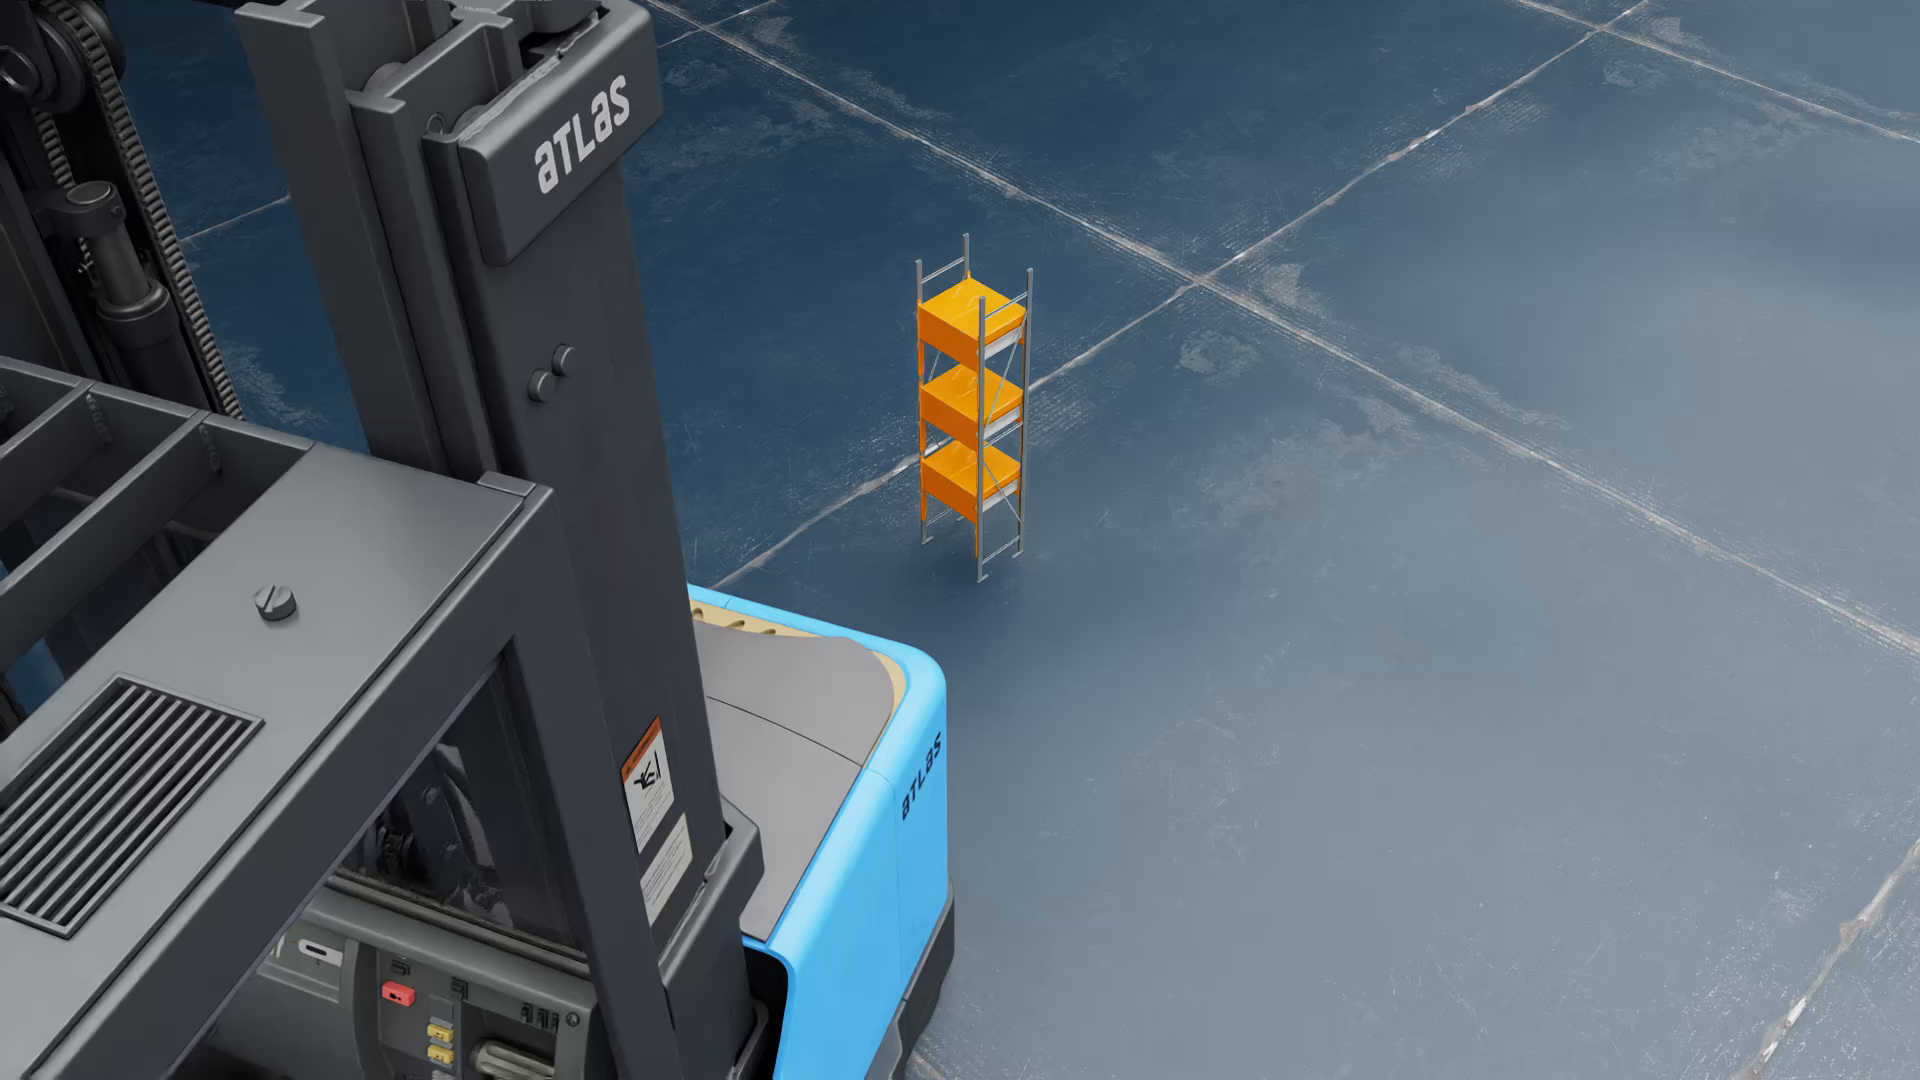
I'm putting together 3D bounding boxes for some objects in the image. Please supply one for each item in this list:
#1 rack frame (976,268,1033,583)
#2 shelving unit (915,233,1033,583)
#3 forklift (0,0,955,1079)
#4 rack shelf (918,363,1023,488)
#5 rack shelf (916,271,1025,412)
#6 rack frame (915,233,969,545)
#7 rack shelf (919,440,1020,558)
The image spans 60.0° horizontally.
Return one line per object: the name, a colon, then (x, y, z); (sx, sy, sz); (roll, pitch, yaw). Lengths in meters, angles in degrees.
rack frame: (0.124, -0.301, 4.802); (0.200, 1.050, 0.008); (-34, 53, -31)
shelving unit: (0.038, -0.360, 4.866); (0.215, 1.050, 0.252); (-34, 53, -31)
forklift: (-1.015, 0.765, 2.262); (1.130, 2.935, 3.031); (15, 45, 15)
rack shelf: (0.038, -0.352, 4.873); (0.215, 0.259, 0.240); (-34, 53, -31)
rack shelf: (0.038, -0.561, 4.680); (0.215, 0.259, 0.240); (-34, 53, -31)
rack frame: (-0.048, -0.418, 4.929); (0.200, 1.050, 0.008); (-34, 53, -31)
rack shelf: (0.038, -0.148, 5.062); (0.215, 0.259, 0.240); (-34, 53, -31)
